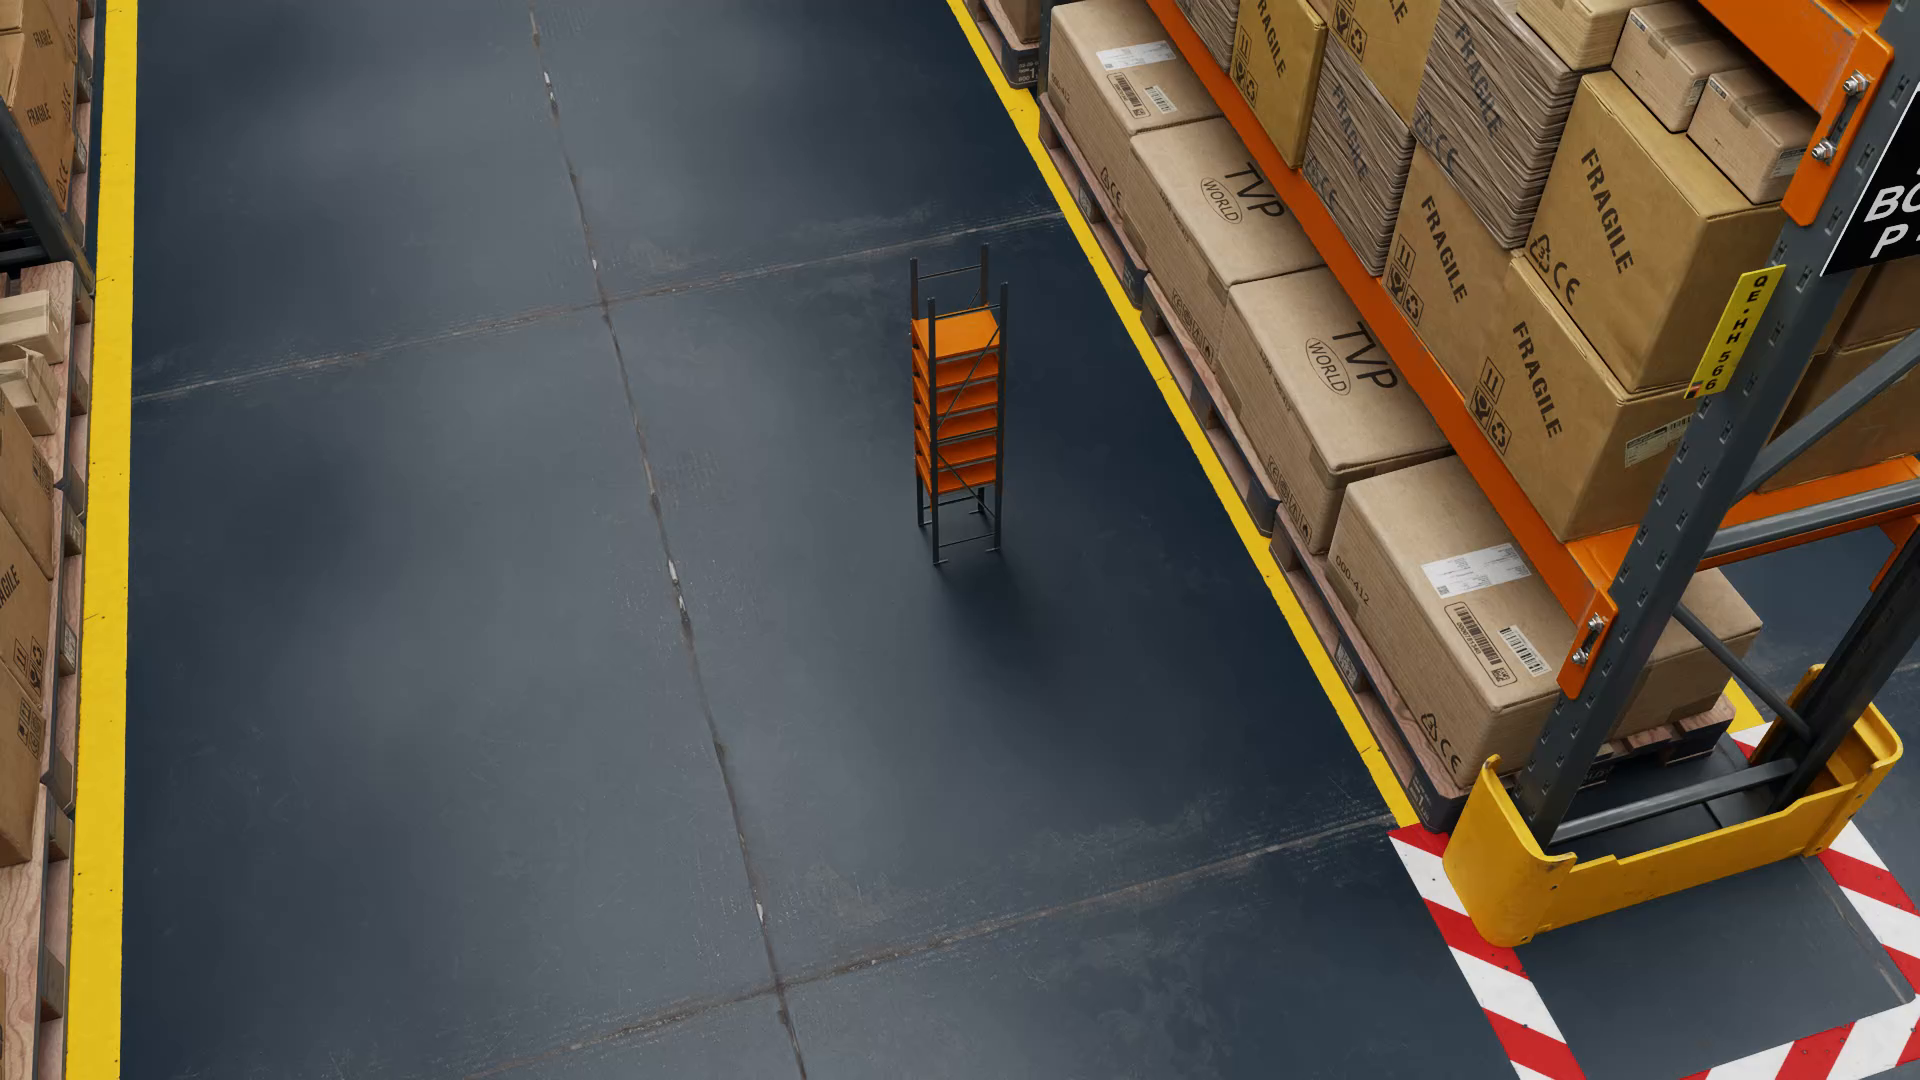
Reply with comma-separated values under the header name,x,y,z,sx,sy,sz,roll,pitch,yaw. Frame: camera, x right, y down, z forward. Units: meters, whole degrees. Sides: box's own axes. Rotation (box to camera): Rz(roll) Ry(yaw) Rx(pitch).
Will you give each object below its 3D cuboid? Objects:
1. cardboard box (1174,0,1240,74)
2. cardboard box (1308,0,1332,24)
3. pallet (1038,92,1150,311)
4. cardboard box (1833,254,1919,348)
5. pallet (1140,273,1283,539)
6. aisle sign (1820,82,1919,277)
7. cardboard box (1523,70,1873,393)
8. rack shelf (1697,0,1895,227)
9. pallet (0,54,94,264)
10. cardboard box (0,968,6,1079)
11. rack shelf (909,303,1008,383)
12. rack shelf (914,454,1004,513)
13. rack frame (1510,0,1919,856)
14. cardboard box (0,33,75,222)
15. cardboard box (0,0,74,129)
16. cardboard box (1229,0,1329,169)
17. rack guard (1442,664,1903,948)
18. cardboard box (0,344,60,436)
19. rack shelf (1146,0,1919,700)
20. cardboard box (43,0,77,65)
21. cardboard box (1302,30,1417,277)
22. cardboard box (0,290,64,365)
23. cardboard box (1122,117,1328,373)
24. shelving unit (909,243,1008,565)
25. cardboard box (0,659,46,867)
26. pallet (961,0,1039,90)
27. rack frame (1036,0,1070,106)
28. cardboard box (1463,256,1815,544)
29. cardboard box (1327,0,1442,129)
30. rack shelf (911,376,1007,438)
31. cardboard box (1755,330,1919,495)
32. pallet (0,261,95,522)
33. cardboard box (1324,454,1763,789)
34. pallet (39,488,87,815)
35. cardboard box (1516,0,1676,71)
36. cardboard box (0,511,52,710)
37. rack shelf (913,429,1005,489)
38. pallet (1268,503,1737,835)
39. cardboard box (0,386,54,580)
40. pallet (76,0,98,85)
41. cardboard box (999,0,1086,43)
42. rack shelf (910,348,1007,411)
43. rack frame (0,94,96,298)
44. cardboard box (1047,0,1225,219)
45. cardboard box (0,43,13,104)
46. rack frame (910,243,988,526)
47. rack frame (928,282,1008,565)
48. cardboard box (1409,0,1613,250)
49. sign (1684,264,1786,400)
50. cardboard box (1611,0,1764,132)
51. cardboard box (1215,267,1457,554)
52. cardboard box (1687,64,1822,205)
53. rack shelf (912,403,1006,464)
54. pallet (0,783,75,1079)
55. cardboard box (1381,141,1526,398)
name,x,y,z,sx,sy,sz,roll,pitch,yaw
cardboard box,1.009,-1.879,5.306,0.500,0.500,0.500,-13,51,-11
cardboard box,1.175,-1.818,4.601,0.500,0.500,0.500,-14,51,-11
pallet,0.985,-1.510,6.885,1.003,0.211,1.213,-13,51,-11
cardboard box,2.148,-0.830,3.768,0.500,0.500,0.500,-14,51,-12
pallet,1.349,-0.617,6.132,1.003,0.211,1.213,-13,51,-11
aisle sign,1.743,-0.775,2.741,0.394,0.787,0.004,-13,51,-11
cardboard box,1.648,-0.713,3.670,0.500,0.500,0.500,-12,51,-10
rack shelf,1.426,-2.256,4.198,1.077,0.370,4.000,-13,51,-11
pallet,-4.182,-1.543,6.913,1.003,0.211,1.213,-13,51,-11
cardboard box,-2.813,1.266,4.079,0.797,0.503,0.637,-15,52,-12
rack shelf,-0.004,-0.601,5.059,0.258,0.103,0.180,-13,51,-11
rack shelf,-0.004,-0.214,5.518,0.258,0.103,0.180,-13,51,-11
rack frame,2.018,-0.060,3.839,1.000,3.000,0.127,-13,51,-11
cardboard box,-3.834,-1.590,6.489,0.500,0.500,0.500,-11,51,-9
cardboard box,-4.001,-1.977,6.815,0.500,0.500,0.500,-14,51,-11
cardboard box,1.162,-1.502,4.989,0.500,0.500,0.500,-12,51,-10
rack guard,2.025,0.763,4.780,1.175,0.500,0.348,-13,51,-11
cardboard box,-3.355,-0.509,5.731,0.396,0.266,0.258,-12,51,-10
rack shelf,1.426,-1.289,5.345,1.077,0.370,4.000,-13,51,-11
cardboard box,-4.144,-2.343,7.123,0.500,0.500,0.500,-15,51,-12
cardboard box,1.327,-1.128,4.674,0.500,0.500,0.500,-12,51,-10
cardboard box,-3.460,-0.732,5.996,0.380,0.149,0.250,-15,51,-12
cardboard box,1.183,-1.154,6.162,0.875,0.438,0.875,-15,51,-12
shelving unit,-0.004,-0.397,5.300,0.258,1.200,0.189,-13,51,-11
cardboard box,-3.029,0.634,4.614,0.700,0.500,0.500,-11,51,-9
pallet,0.535,-2.629,7.828,1.003,0.211,1.213,-13,51,-11
rack frame,0.835,-2.982,6.302,1.000,3.000,0.127,-13,51,-11
cardboard box,1.622,-0.385,4.047,0.500,0.500,0.500,-13,51,-11
cardboard box,1.322,-1.450,4.291,0.500,0.500,0.500,-14,51,-11
rack shelf,-0.004,-0.446,5.242,0.258,0.103,0.180,-13,51,-11
cardboard box,2.150,-0.508,4.151,0.500,0.500,0.500,-14,51,-11
pallet,-3.704,-0.456,5.996,1.003,0.211,1.213,-13,51,-11
cardboard box,1.727,0.171,5.045,0.875,0.438,0.875,-15,51,-12
pallet,-3.339,0.437,5.244,1.003,0.211,1.213,-13,51,-11
cardboard box,1.466,-1.190,3.648,0.380,0.149,0.250,-14,51,-11
cardboard box,-3.090,0.225,4.958,0.500,0.500,0.500,-12,51,-10
rack shelf,-0.004,-0.291,5.426,0.258,0.103,0.180,-13,51,-11
pallet,1.707,0.272,5.382,1.003,0.211,1.213,-13,51,-11
cardboard box,-3.336,-0.124,5.253,0.700,0.500,0.500,-15,52,-12
pallet,-4.547,-2.436,7.665,1.003,0.211,1.213,-13,51,-11
cardboard box,0.575,-2.867,7.320,0.875,0.875,0.875,-12,51,-10
rack shelf,-0.004,-0.523,5.151,0.258,0.103,0.180,-13,51,-11
rack frame,-3.906,-1.856,5.353,1.000,3.000,0.127,-13,51,-11
cardboard box,0.918,-1.808,6.714,0.875,0.438,0.875,-14,51,-12
cardboard box,-3.758,-1.717,6.172,0.380,0.149,0.250,-11,51,-9
rack frame,-0.031,-0.464,5.357,0.240,1.200,0.006,-13,51,-11
rack frame,0.023,-0.330,5.244,0.240,1.200,0.006,-13,51,-11
cardboard box,1.465,-1.088,3.986,0.500,0.500,0.500,-13,51,-11
sign,1.495,-0.397,3.211,0.100,0.325,0.005,-13,51,-11
cardboard box,1.622,-1.020,3.505,0.380,0.149,0.250,-12,51,-10
cardboard box,1.448,-0.496,5.607,0.875,0.438,0.875,-12,51,-10
cardboard box,1.720,-0.840,3.353,0.380,0.149,0.250,-13,51,-10
rack shelf,-0.004,-0.369,5.334,0.258,0.103,0.180,-13,51,-11
pallet,-2.982,1.326,4.494,1.003,0.211,1.213,-13,51,-11
cardboard box,1.488,-0.755,4.359,0.500,0.500,0.500,-14,51,-12
